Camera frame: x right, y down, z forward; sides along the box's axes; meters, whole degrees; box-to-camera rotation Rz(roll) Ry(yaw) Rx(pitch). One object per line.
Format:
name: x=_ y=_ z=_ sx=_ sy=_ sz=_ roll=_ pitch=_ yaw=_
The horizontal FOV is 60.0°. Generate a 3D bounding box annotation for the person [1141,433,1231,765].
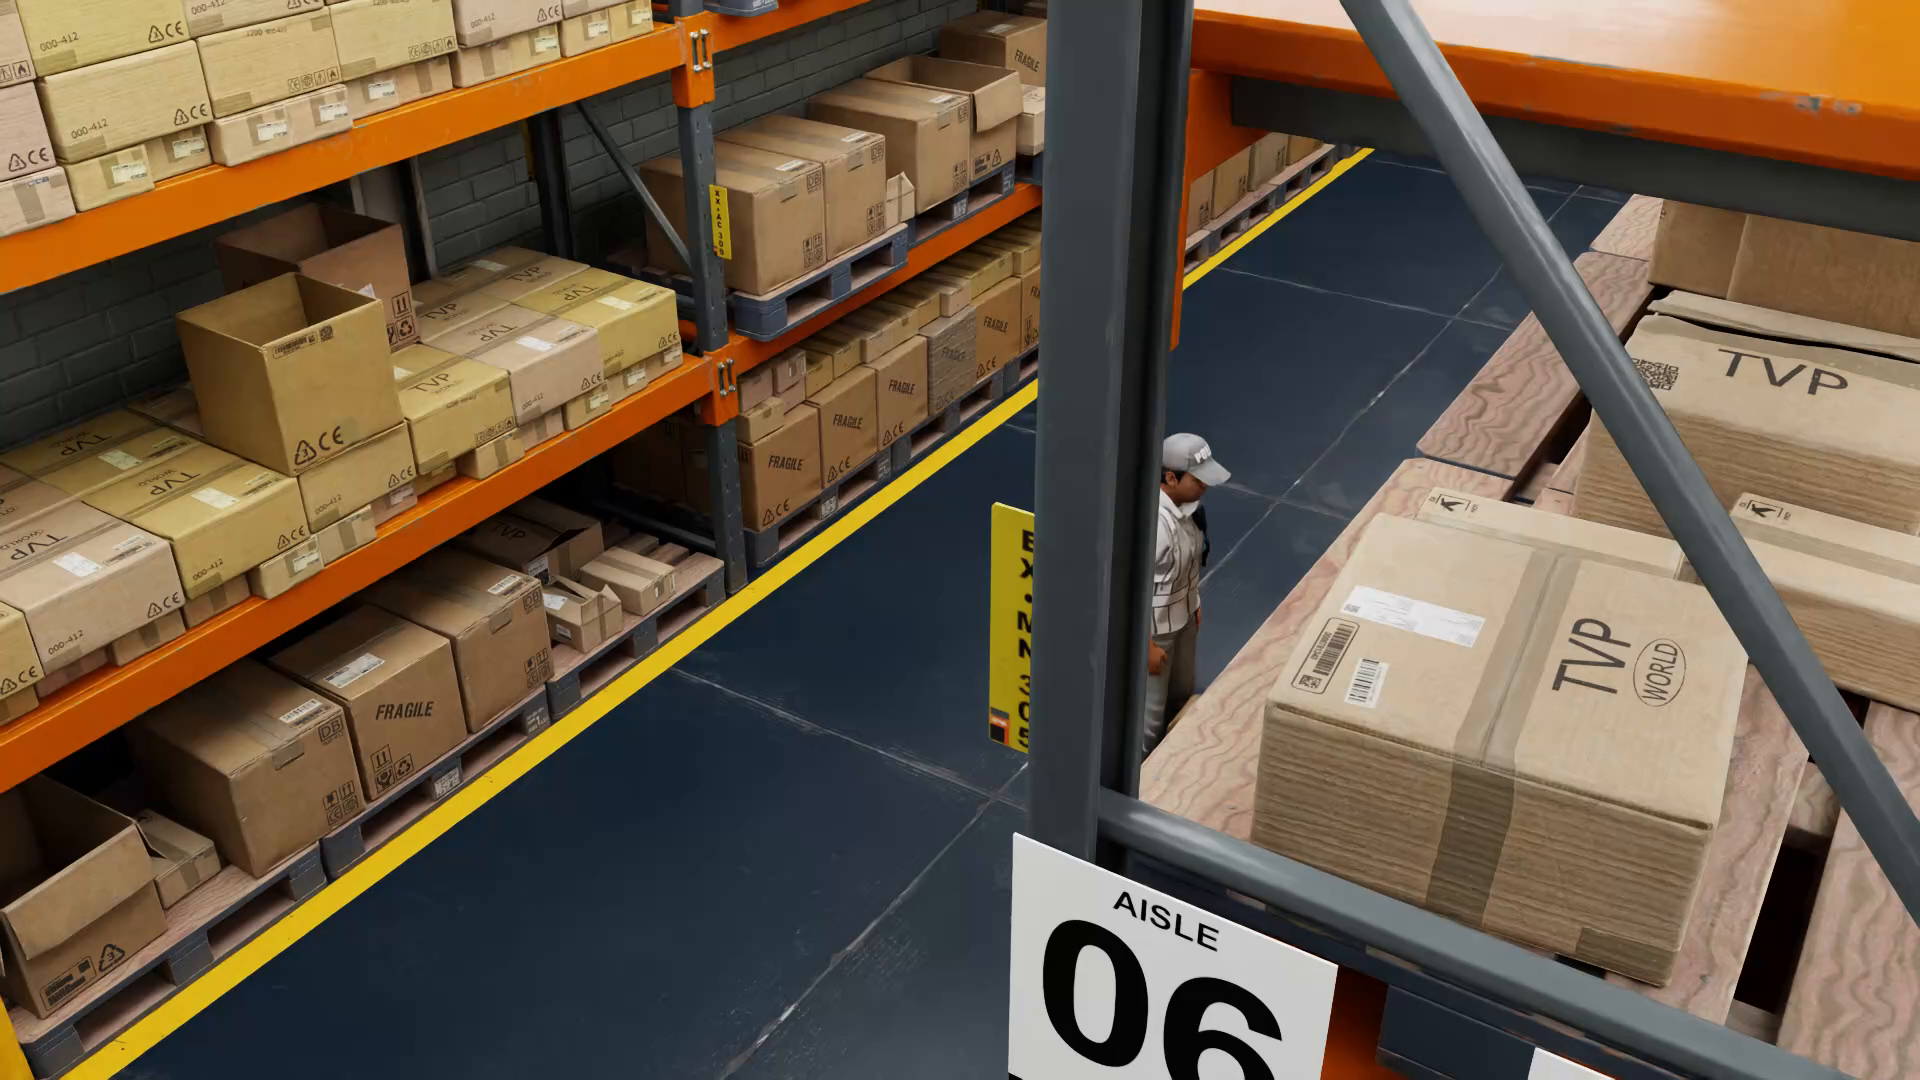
person: x=0.784 y=0.330 z=6.566 sx=0.451 sy=1.668 sz=0.532 roll=17 pitch=35 yaw=26
